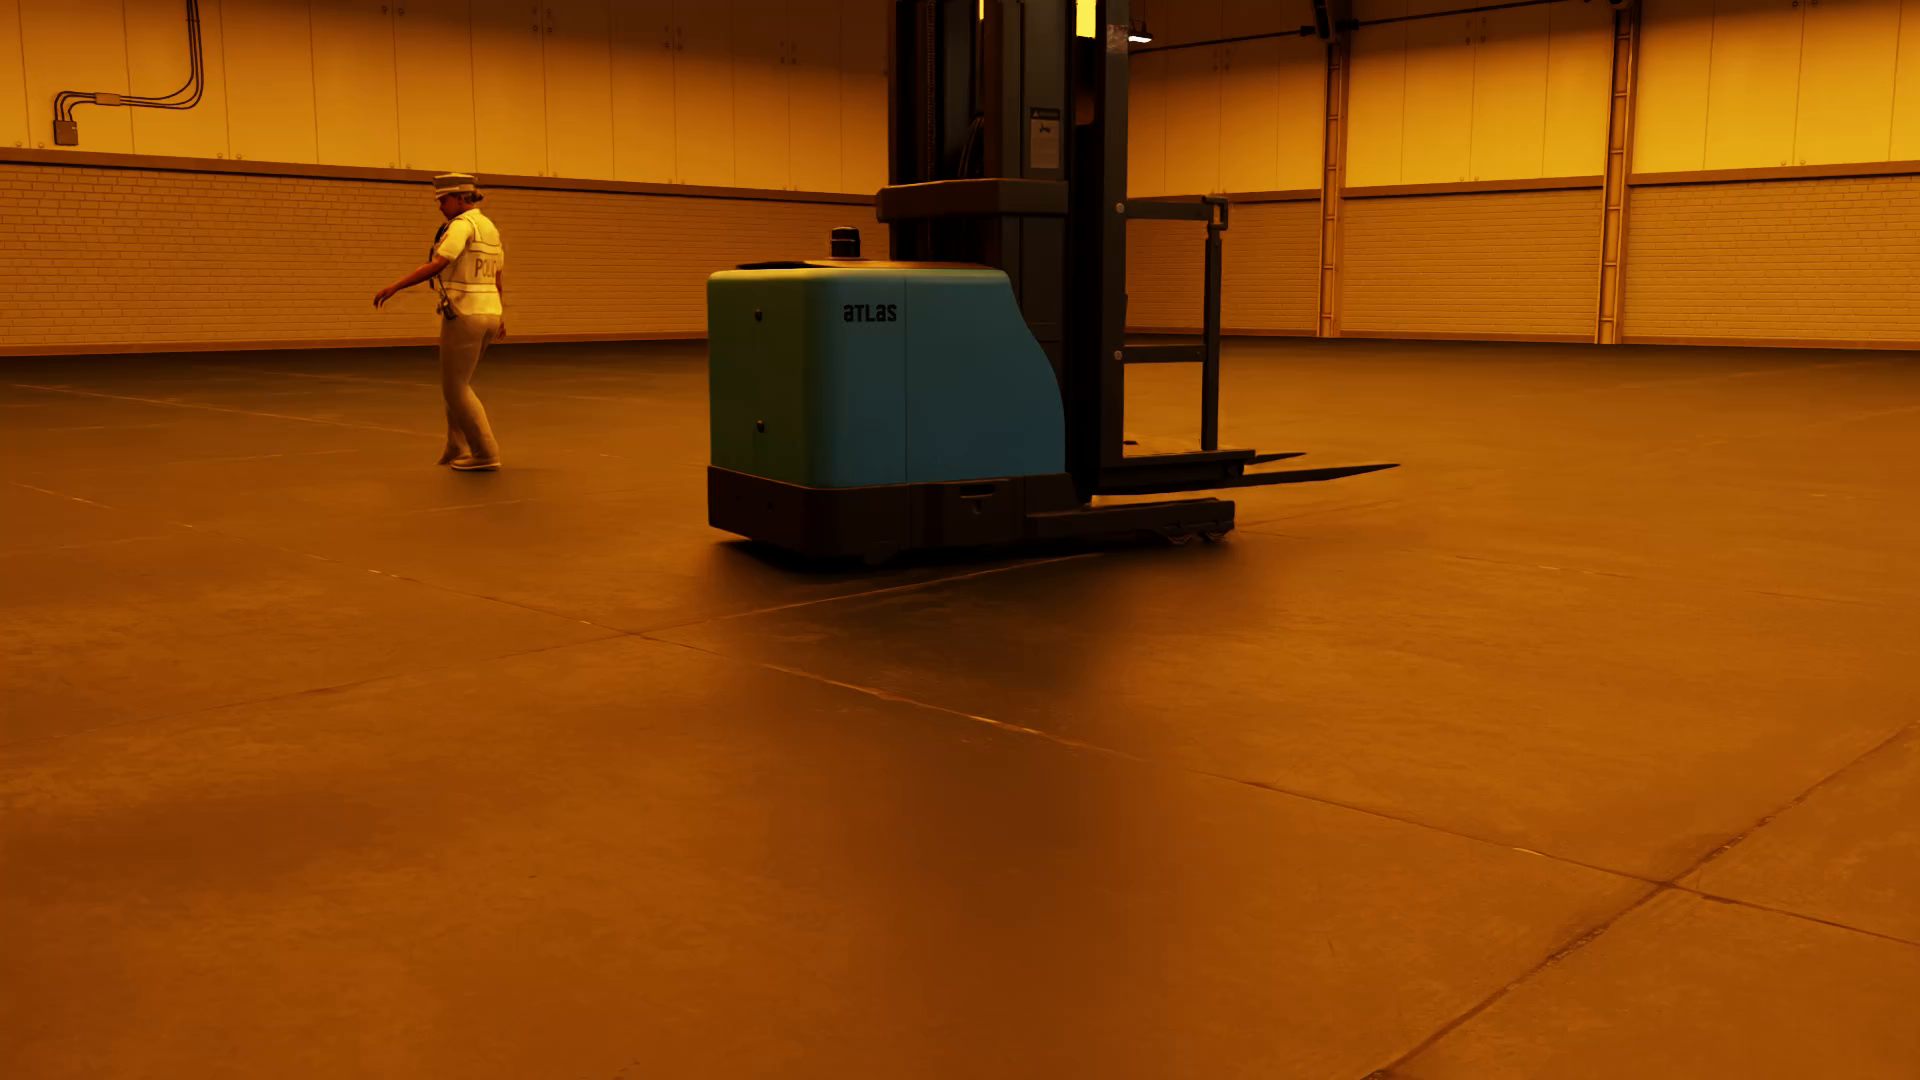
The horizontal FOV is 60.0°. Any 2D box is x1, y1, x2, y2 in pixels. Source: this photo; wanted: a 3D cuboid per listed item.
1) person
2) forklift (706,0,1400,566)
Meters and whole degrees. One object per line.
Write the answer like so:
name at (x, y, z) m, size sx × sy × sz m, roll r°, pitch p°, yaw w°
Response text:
person at (-2.829, -1.188, 9.318) m, size 0.546 × 1.691 × 0.899 m, roll 2°, pitch 9°, yaw 12°
forklift at (0.520, -1.497, 6.814) m, size 3.031 × 2.935 × 1.130 m, roll -5°, pitch 10°, yaw -31°
